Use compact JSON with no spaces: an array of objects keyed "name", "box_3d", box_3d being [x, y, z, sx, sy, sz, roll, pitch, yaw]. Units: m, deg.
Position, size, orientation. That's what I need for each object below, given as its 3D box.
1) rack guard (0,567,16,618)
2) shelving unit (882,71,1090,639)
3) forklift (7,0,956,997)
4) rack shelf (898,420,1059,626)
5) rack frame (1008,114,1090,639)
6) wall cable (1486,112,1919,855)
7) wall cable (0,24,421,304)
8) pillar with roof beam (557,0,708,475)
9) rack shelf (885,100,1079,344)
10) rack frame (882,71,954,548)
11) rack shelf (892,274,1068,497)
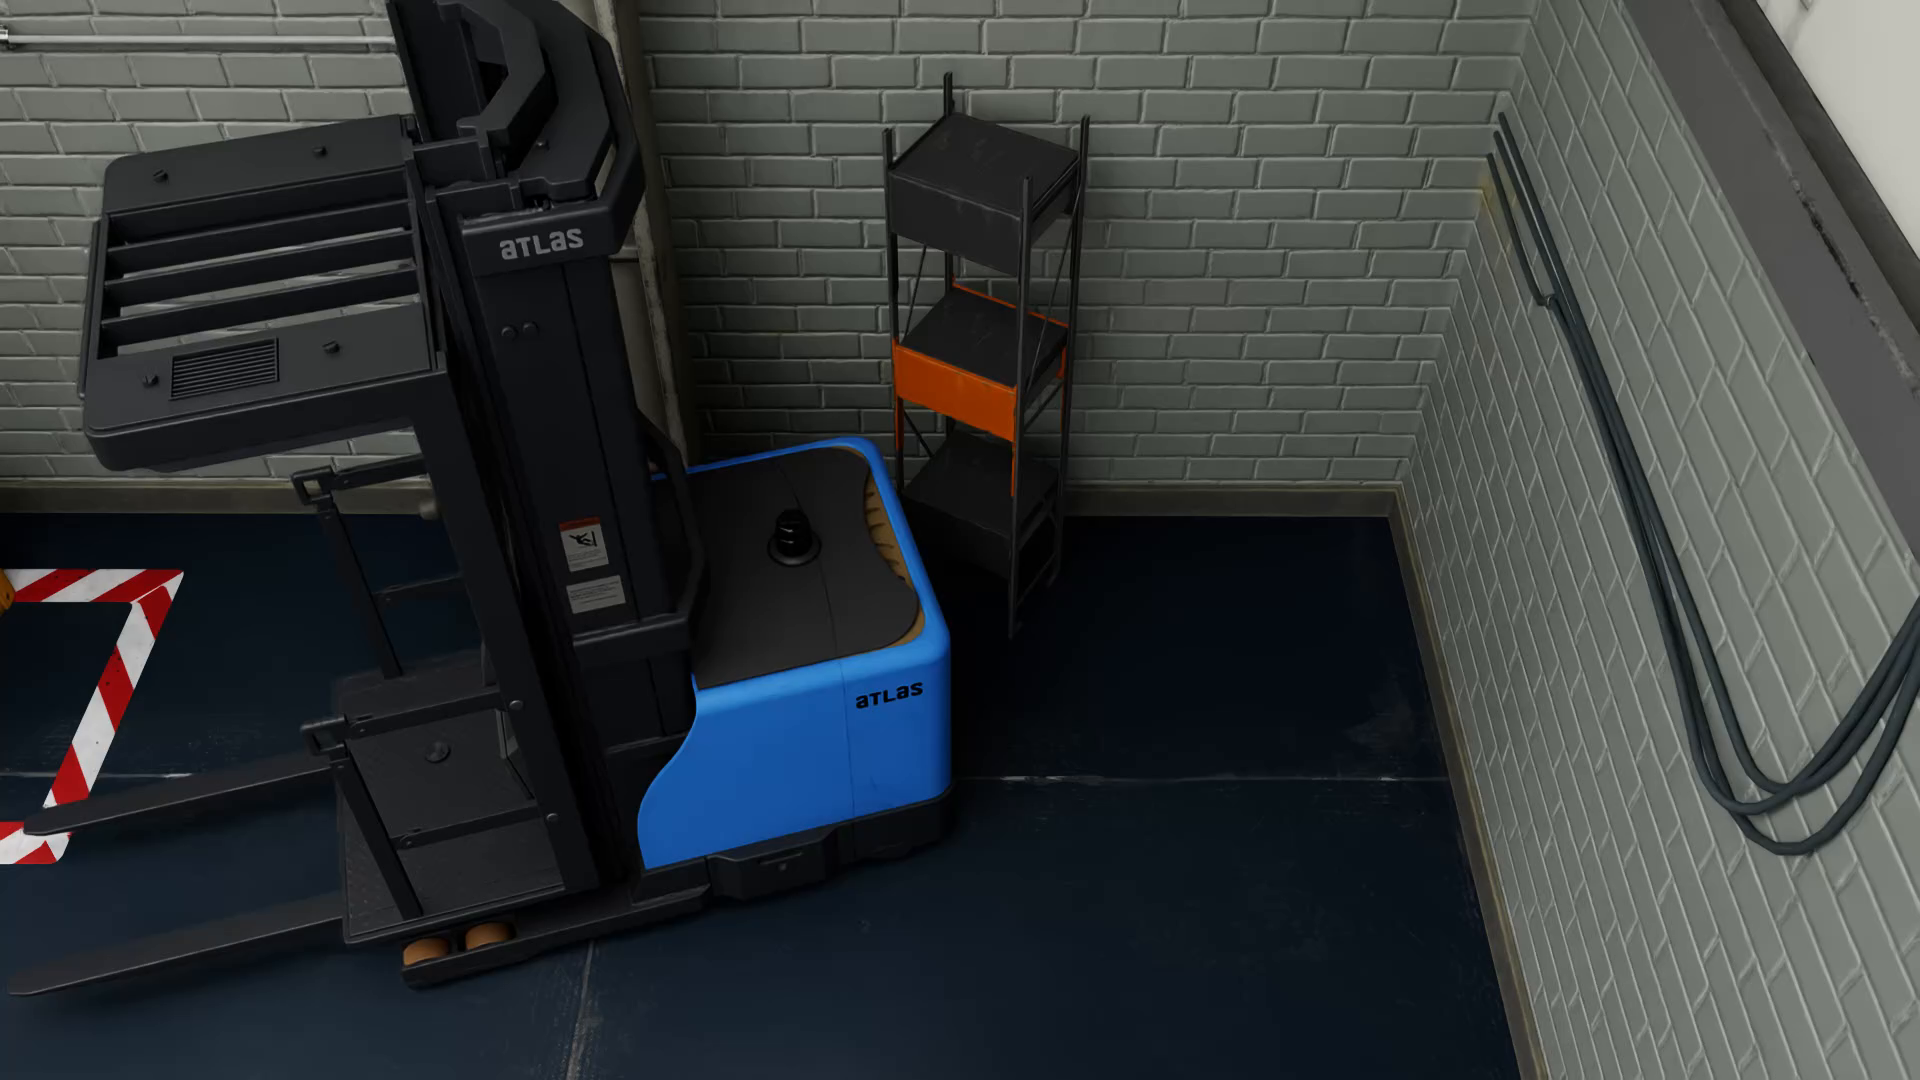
[{"name":"rack guard","box_3d":[-3.891,0.437,6.002,0.348,0.500,1.175,0,47,0]},{"name":"shelving unit","box_3d":[0.081,-0.552,5.829,0.503,2.100,0.431,23,51,20]},{"name":"forklift","box_3d":[-1.590,0.009,4.739,3.031,2.935,1.130,-12,48,-11]},{"name":"rack shelf","box_3d":[0.081,-0.066,6.352,0.480,0.518,0.431,23,51,20]},{"name":"rack frame","box_3d":[0.292,-0.463,5.746,0.015,2.100,0.400,23,51,20]},{"name":"wall cable","box_3d":[1.739,-1.124,3.770,0.112,2.526,3.097,0,47,0]},{"name":"wall cable","box_3d":[-2.632,-1.450,5.356,1.851,1.984,0.084,0,47,0]},{"name":"pillar with roof beam","box_3d":[-1.228,0.067,0.540,0.400,9.000,9.100,0,47,0]},{"name":"rack shelf","box_3d":[0.081,-1.020,5.327,0.480,0.518,0.431,23,51,20]},{"name":"rack frame","box_3d":[-0.130,-0.642,5.913,0.015,2.100,0.400,23,51,20]},{"name":"rack shelf","box_3d":[0.081,-0.543,5.839,0.480,0.518,0.431,23,51,20]}]
